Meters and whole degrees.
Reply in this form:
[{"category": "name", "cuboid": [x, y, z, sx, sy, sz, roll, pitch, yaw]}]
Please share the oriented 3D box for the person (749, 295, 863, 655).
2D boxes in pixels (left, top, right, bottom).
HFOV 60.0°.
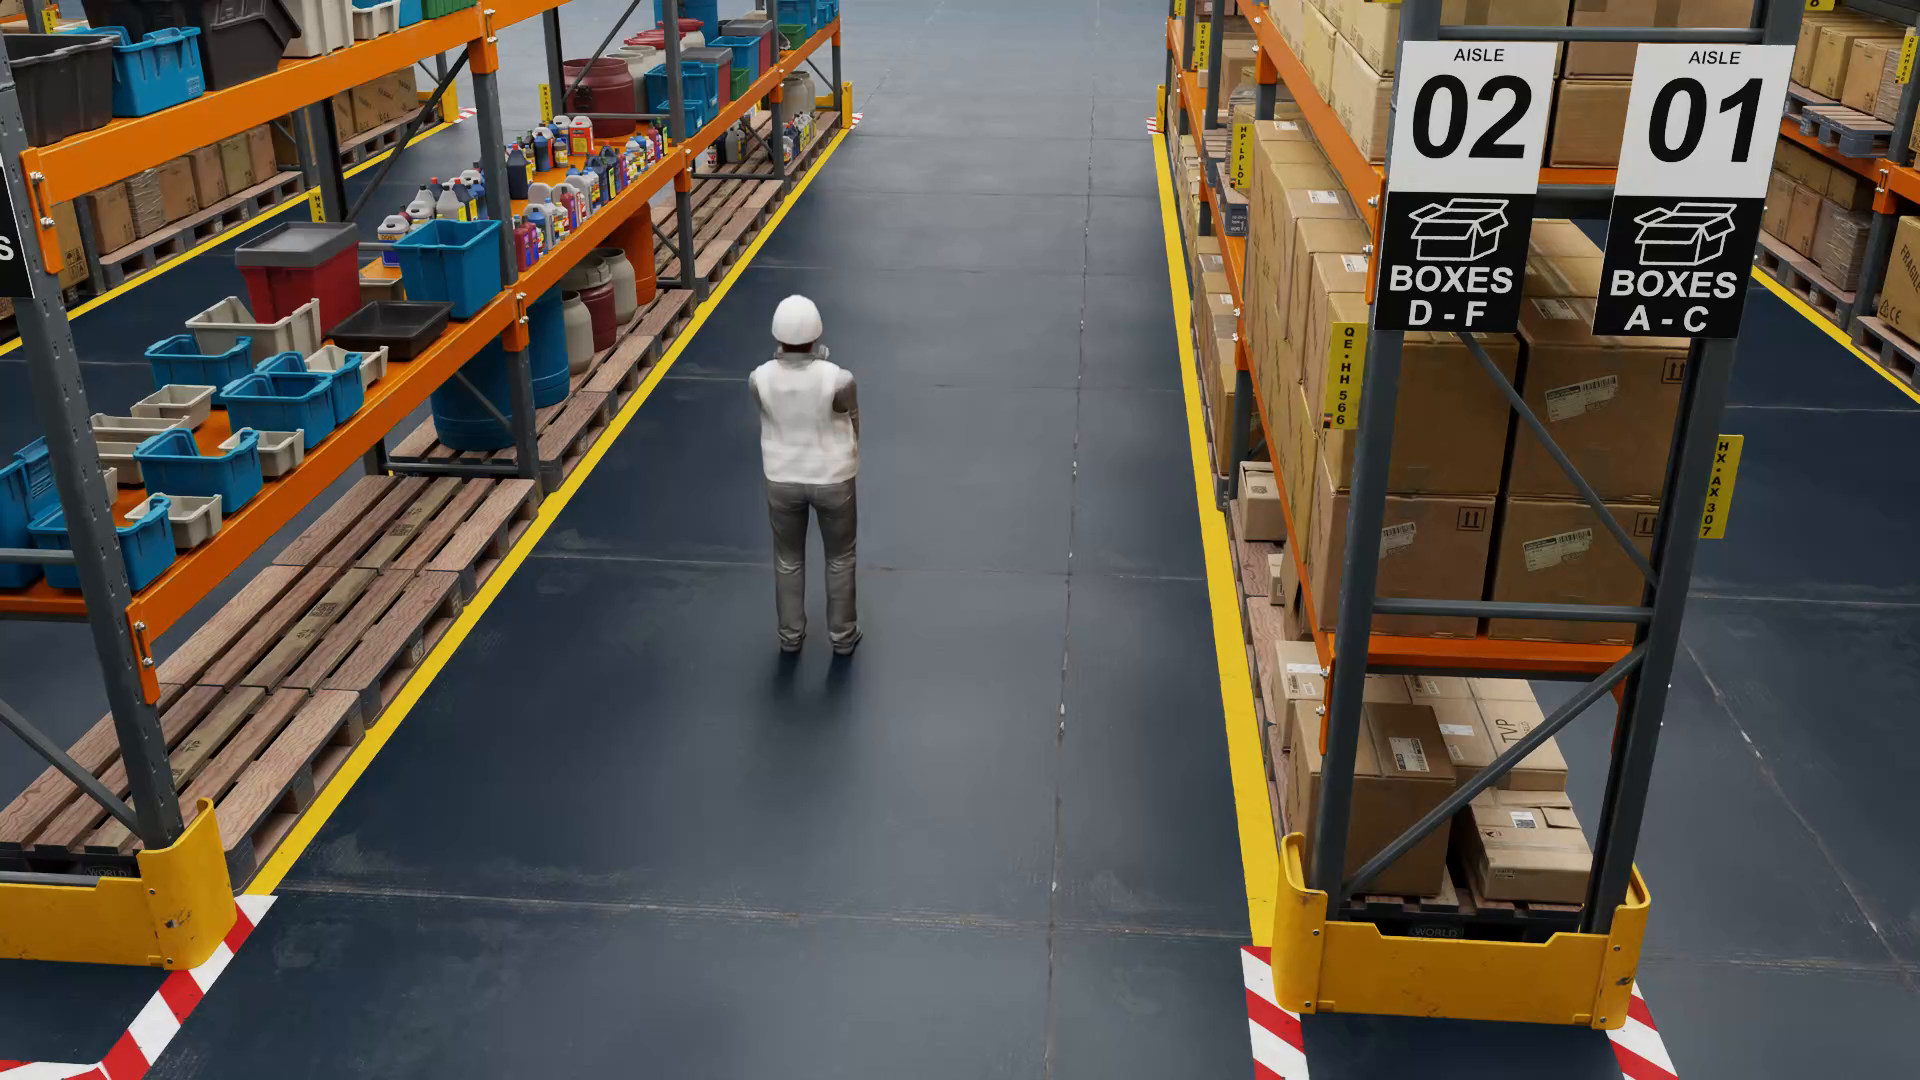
[{"category": "person", "cuboid": [-0.702, -0.333, 7.818, 0.494, 1.762, 0.551, 2, 24, 5]}]
